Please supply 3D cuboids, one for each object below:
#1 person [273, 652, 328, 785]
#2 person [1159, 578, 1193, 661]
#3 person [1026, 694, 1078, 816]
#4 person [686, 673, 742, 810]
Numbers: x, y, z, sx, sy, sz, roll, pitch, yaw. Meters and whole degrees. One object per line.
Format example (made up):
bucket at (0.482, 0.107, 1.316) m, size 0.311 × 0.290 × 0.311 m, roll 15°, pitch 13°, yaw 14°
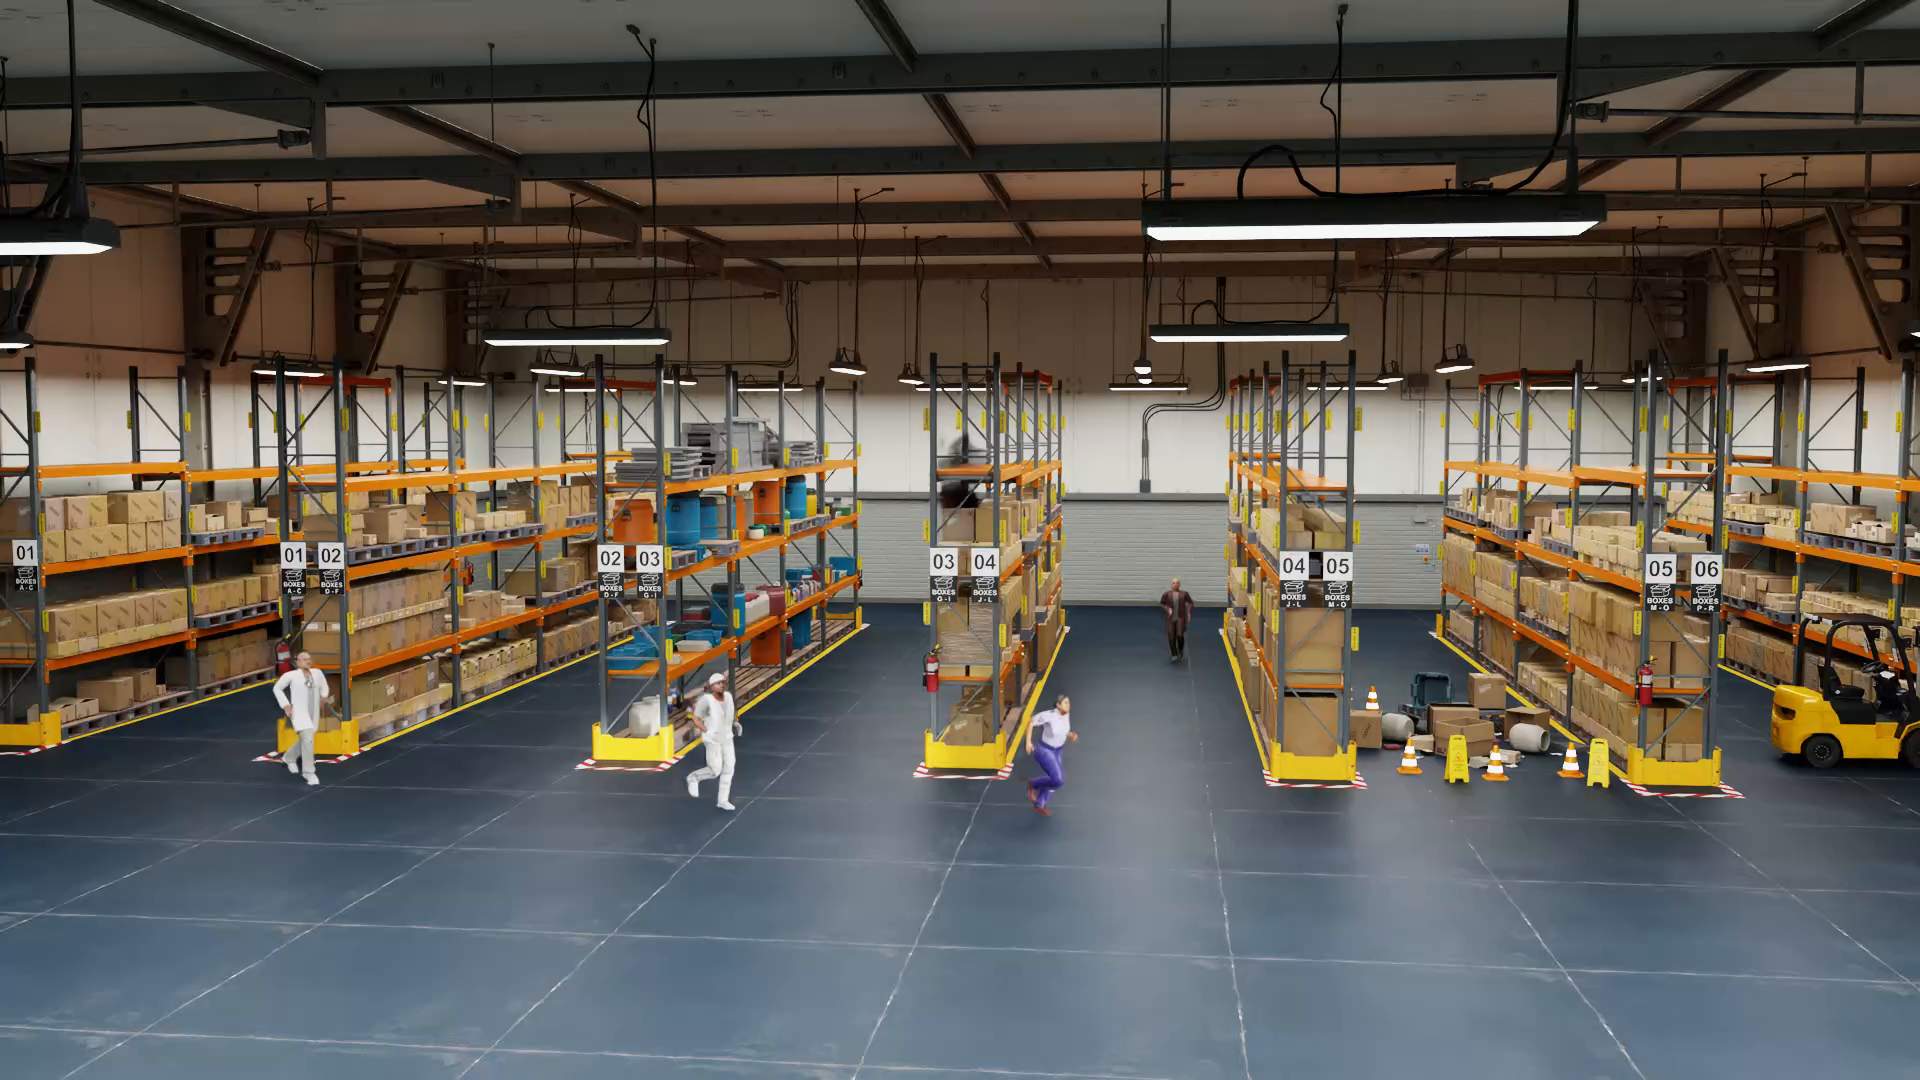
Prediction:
person at (-9.197, 2.469, 23.293) m, size 0.935 × 1.823 × 0.713 m, roll 3°, pitch 5°, yaw 34°
person at (4.502, 1.676, 34.727) m, size 0.690 × 1.739 × 0.630 m, roll 1°, pitch 4°, yaw 11°
person at (1.191, 2.739, 21.179) m, size 0.669 × 1.564 × 0.593 m, roll 3°, pitch 5°, yaw 35°
person at (-3.186, 2.603, 21.687) m, size 0.752 × 1.763 × 0.684 m, roll 4°, pitch 5°, yaw 42°
